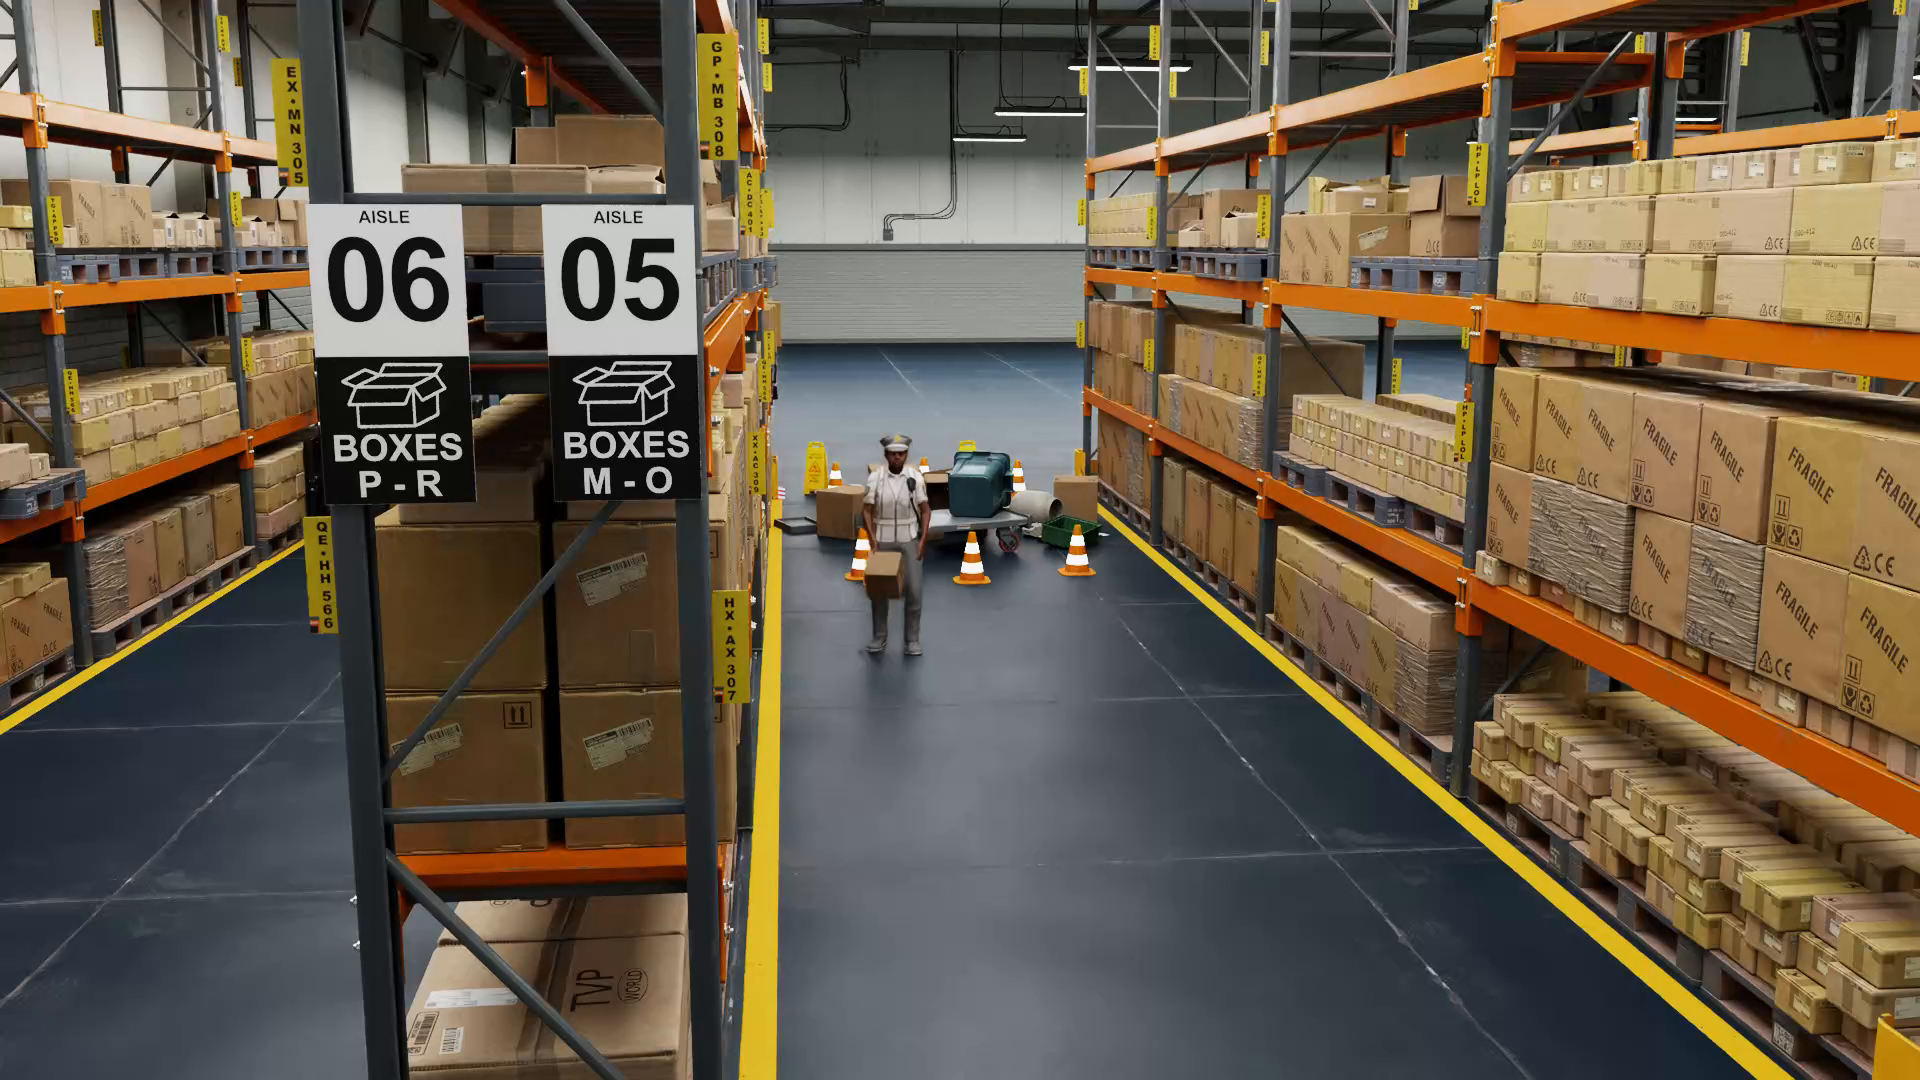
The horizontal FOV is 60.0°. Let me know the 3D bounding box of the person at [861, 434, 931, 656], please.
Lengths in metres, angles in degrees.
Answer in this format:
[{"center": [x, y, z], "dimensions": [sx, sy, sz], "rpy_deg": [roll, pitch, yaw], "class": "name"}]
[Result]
[{"center": [-0.486, 0.027, 12.686], "dimensions": [0.532, 1.688, 0.452], "rpy_deg": [-1, 10, -3], "class": "person"}]
